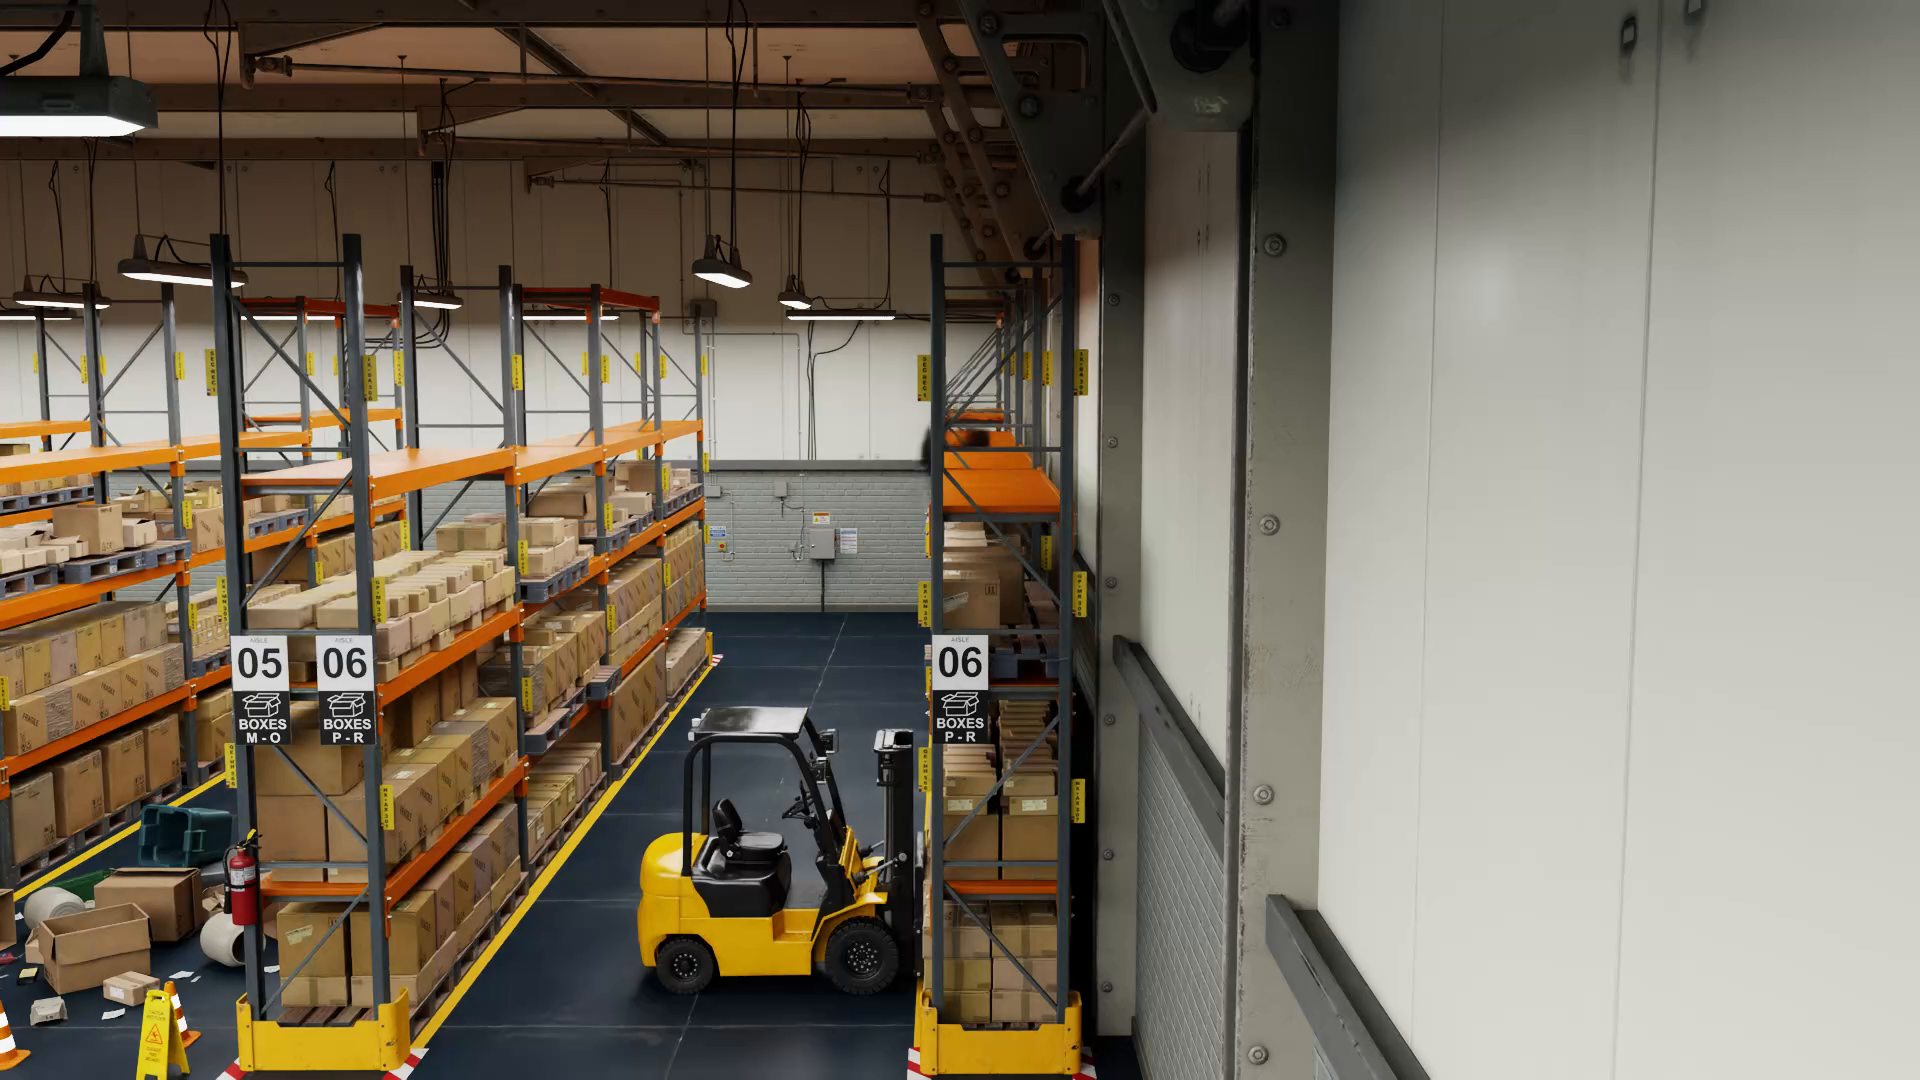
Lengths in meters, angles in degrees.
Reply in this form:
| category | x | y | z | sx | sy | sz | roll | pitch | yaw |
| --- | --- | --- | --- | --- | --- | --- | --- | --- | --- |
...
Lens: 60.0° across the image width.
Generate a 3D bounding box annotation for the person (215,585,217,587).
| category | x | y | z | sx | sy | sz | roll | pitch | yaw |
| --- | --- | --- | --- | --- | --- | --- | --- | --- | --- |
| person | -11.469 | 1.461 | 26.209 | 0.600 | 1.724 | 0.774 | 1 | 6 | 8 |
